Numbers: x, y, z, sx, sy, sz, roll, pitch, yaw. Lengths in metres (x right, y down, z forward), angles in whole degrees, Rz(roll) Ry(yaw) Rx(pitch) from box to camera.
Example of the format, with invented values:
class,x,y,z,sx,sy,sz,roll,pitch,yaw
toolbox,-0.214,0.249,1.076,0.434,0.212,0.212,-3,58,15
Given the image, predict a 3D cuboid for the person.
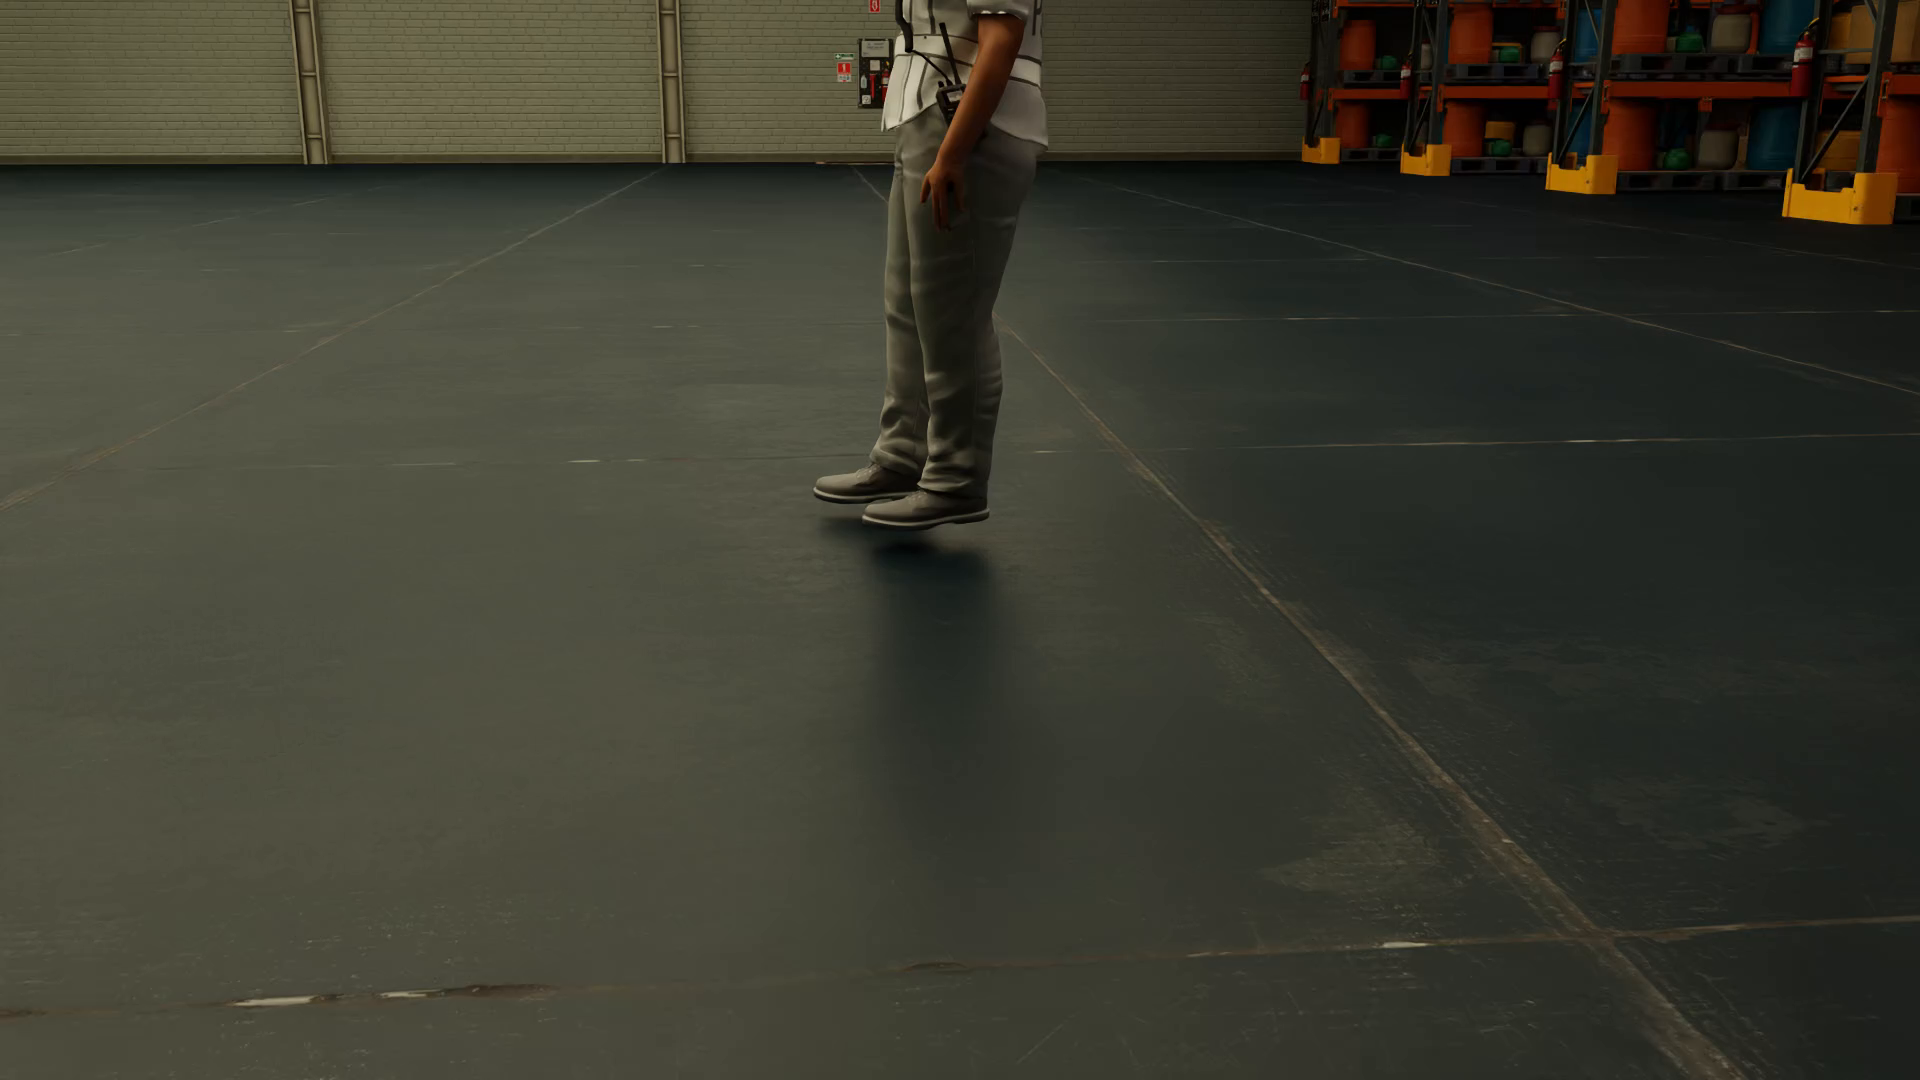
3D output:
class,x,y,z,sx,sy,sz,roll,pitch,yaw
person,-0.078,-0.855,3.727,0.529,1.670,0.598,-1,15,-5
